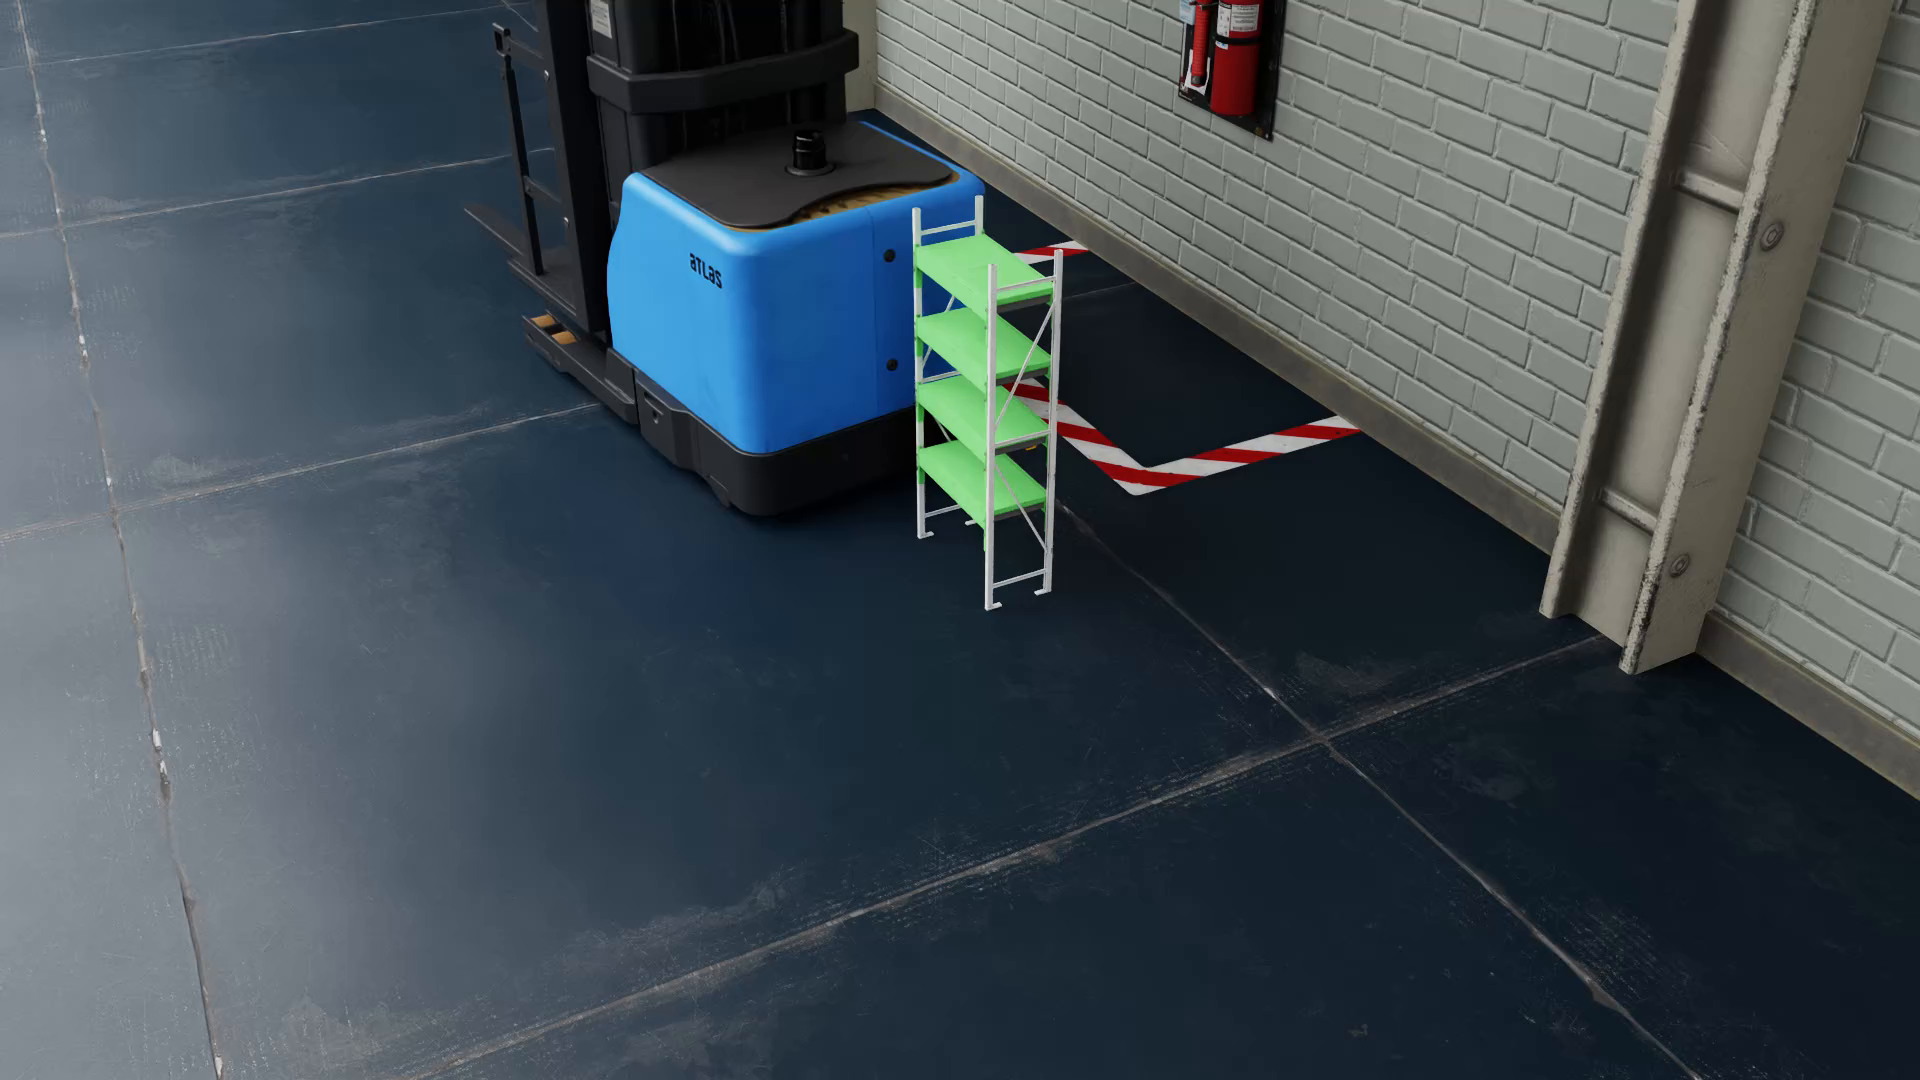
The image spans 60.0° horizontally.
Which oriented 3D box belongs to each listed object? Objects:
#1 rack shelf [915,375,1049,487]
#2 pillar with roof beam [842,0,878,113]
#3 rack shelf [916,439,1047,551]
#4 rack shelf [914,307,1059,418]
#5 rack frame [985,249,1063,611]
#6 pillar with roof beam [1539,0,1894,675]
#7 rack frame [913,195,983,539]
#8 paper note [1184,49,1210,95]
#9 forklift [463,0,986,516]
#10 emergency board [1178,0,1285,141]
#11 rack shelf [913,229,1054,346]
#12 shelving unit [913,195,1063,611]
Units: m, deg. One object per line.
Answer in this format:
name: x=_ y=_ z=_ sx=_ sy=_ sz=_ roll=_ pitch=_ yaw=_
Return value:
rack shelf: x=0.077 y=-0.372 z=5.337 sx=0.258 sy=0.148 sz=0.480 roll=-16 pitch=36 yaw=-23
pillar with roof beam: x=-4.503 y=-5.286 z=5.659 sx=9.100 sy=9.000 sz=0.400 roll=-16 pitch=36 yaw=-23
rack shelf: x=0.077 y=-0.170 z=5.467 sx=0.258 sy=0.148 sz=0.480 roll=-16 pitch=36 yaw=-23
rack shelf: x=0.077 y=-0.574 z=5.208 sx=0.258 sy=0.148 sz=0.480 roll=-16 pitch=36 yaw=-23
rack frame: x=0.191 y=-0.310 z=5.121 sx=0.240 sy=1.200 sz=0.015 roll=-16 pitch=36 yaw=-23
pillar with roof beam: x=-1.706 y=-2.423 z=1.190 sx=9.100 sy=9.000 sz=0.400 roll=-16 pitch=36 yaw=-23
rack frame: x=-0.037 y=-0.543 z=5.485 sx=0.240 sy=1.200 sz=0.015 roll=-16 pitch=36 yaw=-23
paper note: x=0.963 y=-1.899 z=6.751 sx=0.016 sy=0.148 sz=0.142 roll=-16 pitch=36 yaw=-23
forklift: x=-1.168 y=-2.060 z=6.248 sx=1.130 sy=2.935 sz=3.031 roll=-21 pitch=38 yaw=-30
emergency board: x=0.984 y=-2.169 z=6.354 sx=0.194 sy=1.169 sz=0.643 roll=-16 pitch=36 yaw=-23
rack shelf: x=0.077 y=-0.777 z=5.079 sx=0.258 sy=0.148 sz=0.480 roll=-16 pitch=36 yaw=-23
shelving unit: x=0.077 y=-0.426 z=5.303 sx=0.258 sy=1.200 sz=0.503 roll=-16 pitch=36 yaw=-23
